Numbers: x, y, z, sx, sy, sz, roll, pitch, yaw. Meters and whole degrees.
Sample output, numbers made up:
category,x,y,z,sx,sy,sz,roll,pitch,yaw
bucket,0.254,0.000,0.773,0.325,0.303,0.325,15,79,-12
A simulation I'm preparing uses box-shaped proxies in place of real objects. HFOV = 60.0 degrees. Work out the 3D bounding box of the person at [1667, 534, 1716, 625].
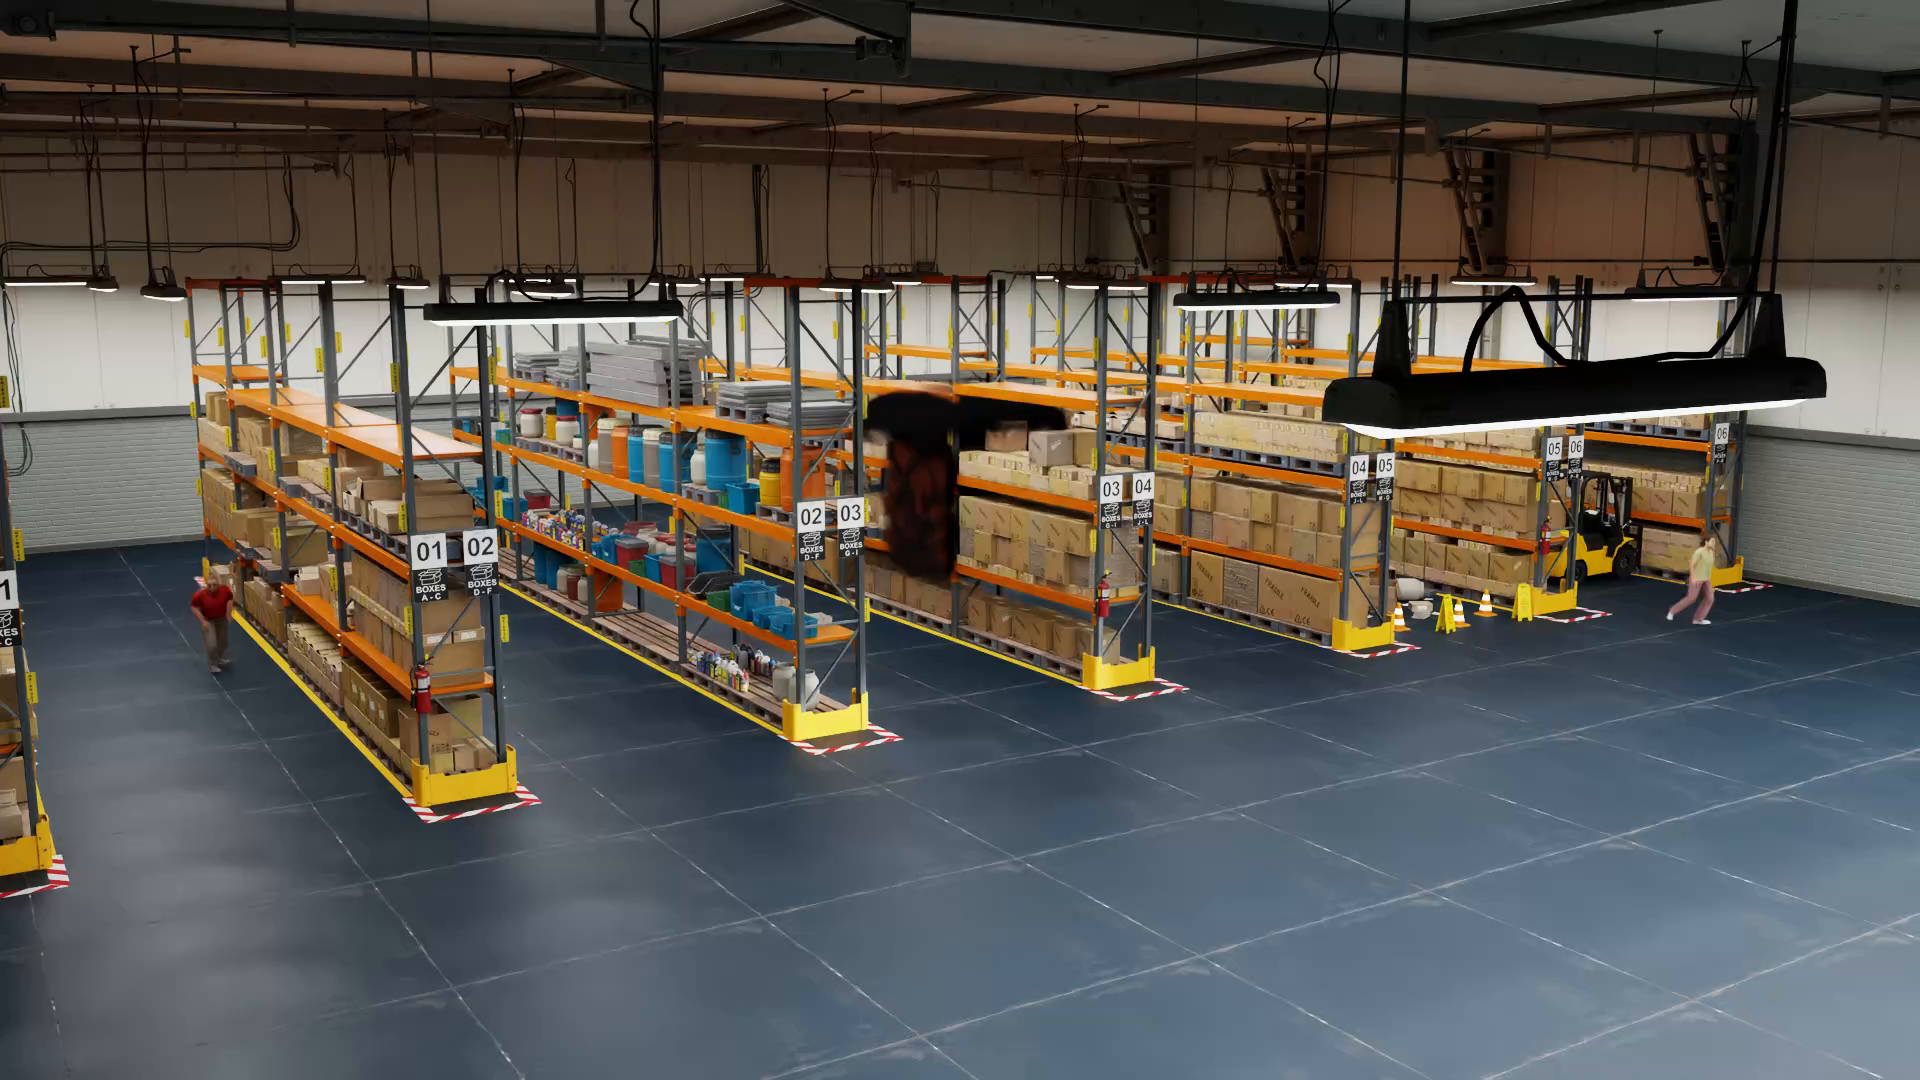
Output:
category,x,y,z,sx,sy,sz,roll,pitch,yaw
person,12.848,0.676,29.130,0.752,1.600,0.623,-5,11,-27

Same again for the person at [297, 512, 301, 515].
category,x,y,z,sx,sy,sz,roll,pitch,yaw
person,-13.880,-0.280,34.417,0.935,1.770,0.639,6,11,32

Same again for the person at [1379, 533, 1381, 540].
category,x,y,z,sx,sy,sz,roll,pitch,yaw
person,9.289,-0.463,36.108,0.958,1.565,0.724,7,12,35

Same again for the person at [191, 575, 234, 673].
category,x,y,z,sx,sy,sz,roll,pitch,yaw
person,-11.572,1.265,25.764,0.880,1.575,0.712,8,12,39
